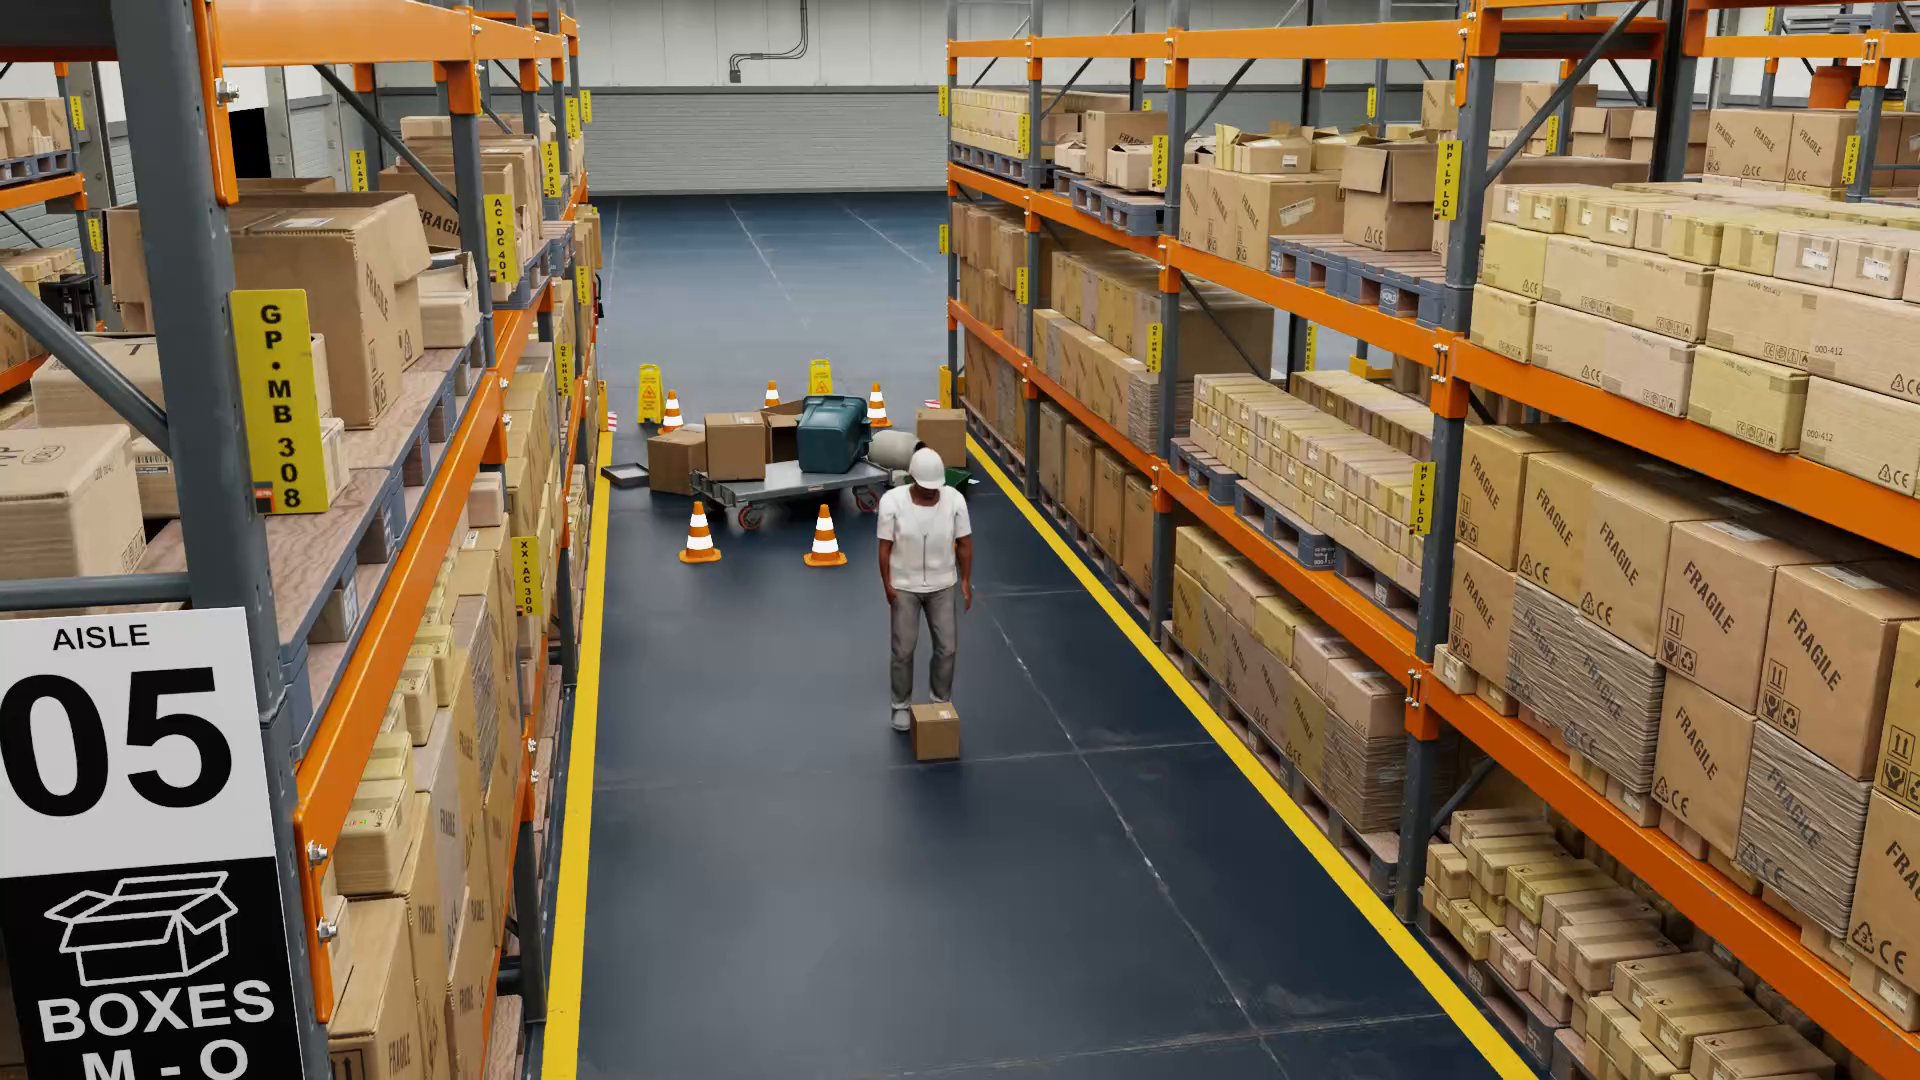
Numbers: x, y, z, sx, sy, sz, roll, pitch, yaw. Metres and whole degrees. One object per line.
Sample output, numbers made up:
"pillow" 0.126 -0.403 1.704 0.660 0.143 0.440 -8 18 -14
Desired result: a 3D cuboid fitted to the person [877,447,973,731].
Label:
"person" -0.206 0.287 10.053 0.578 1.745 0.396 -3 16 -9
